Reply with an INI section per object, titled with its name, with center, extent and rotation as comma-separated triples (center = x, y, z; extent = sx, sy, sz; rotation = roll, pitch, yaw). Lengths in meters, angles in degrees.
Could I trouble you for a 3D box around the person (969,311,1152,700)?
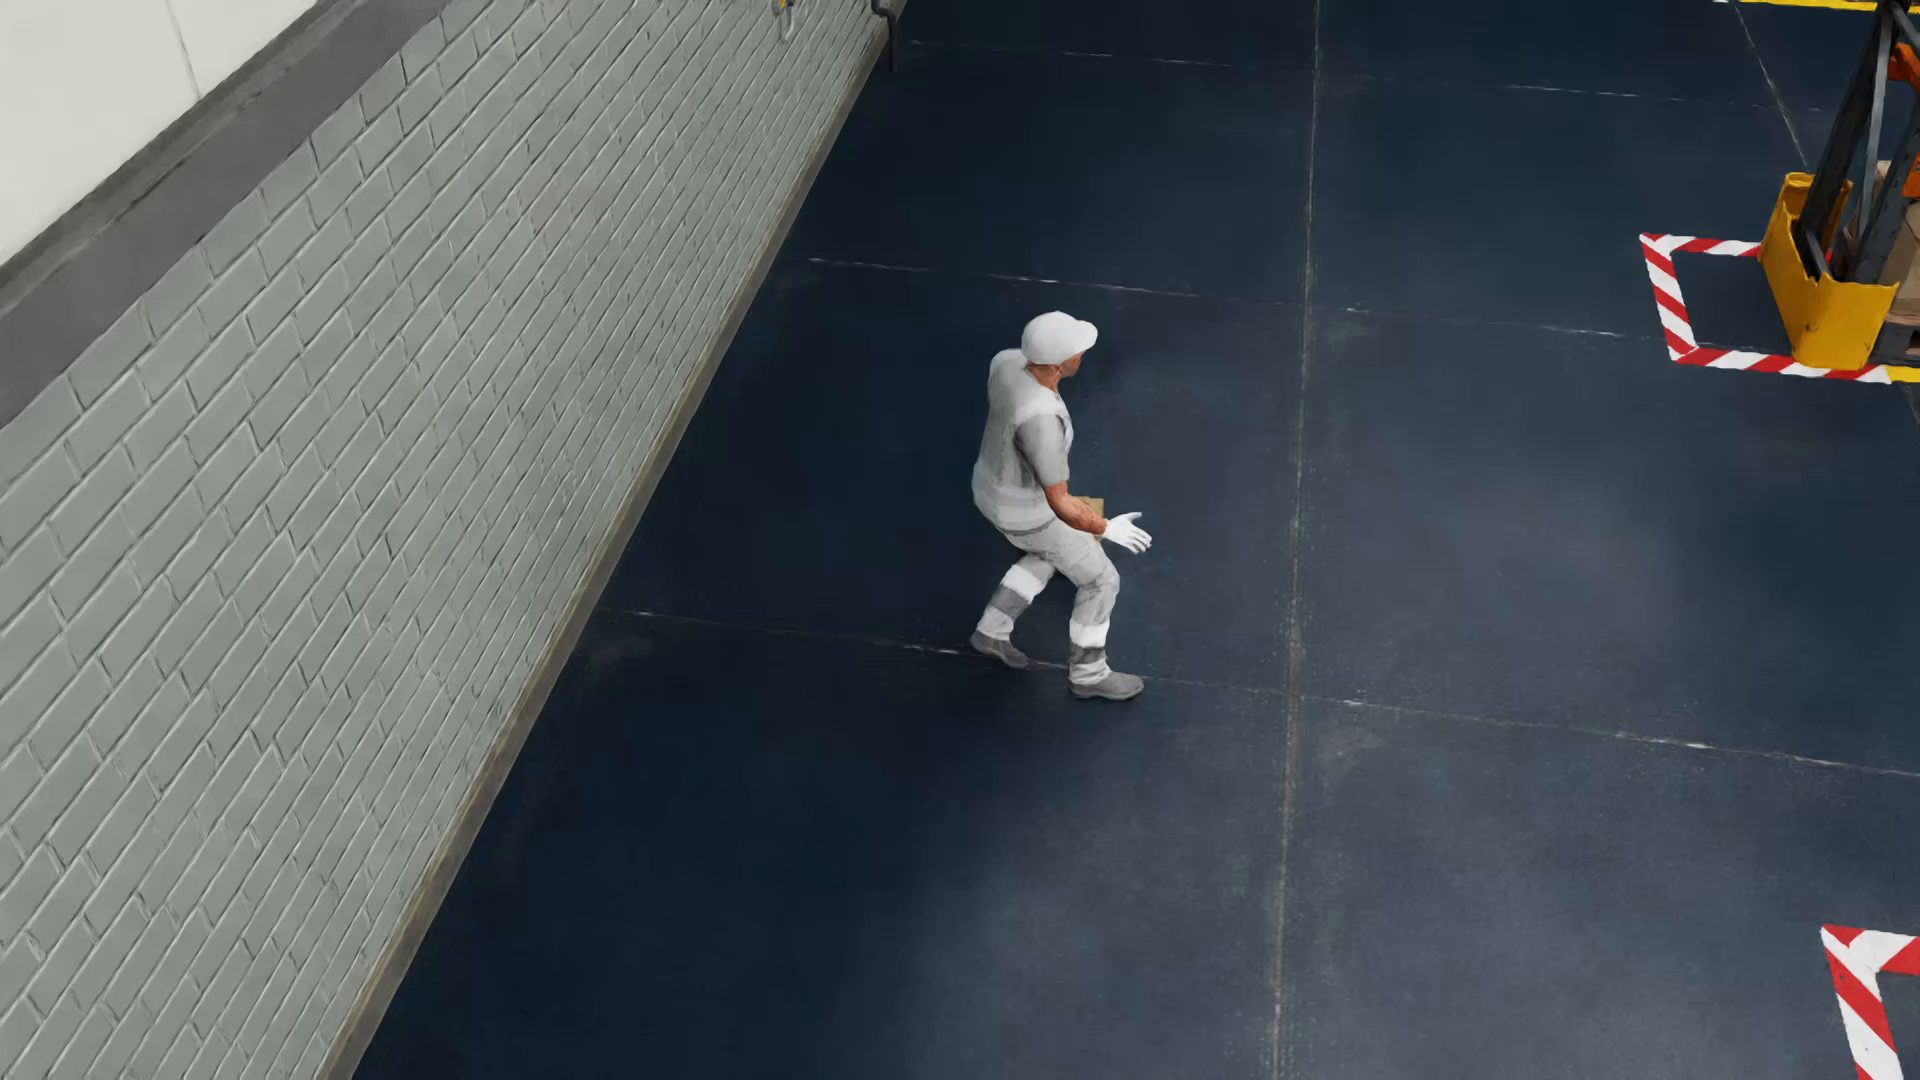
[person]
center = 0.325, -0.139, 6.387
extent = 0.613, 1.667, 0.801
rotation = -17, 43, -19
